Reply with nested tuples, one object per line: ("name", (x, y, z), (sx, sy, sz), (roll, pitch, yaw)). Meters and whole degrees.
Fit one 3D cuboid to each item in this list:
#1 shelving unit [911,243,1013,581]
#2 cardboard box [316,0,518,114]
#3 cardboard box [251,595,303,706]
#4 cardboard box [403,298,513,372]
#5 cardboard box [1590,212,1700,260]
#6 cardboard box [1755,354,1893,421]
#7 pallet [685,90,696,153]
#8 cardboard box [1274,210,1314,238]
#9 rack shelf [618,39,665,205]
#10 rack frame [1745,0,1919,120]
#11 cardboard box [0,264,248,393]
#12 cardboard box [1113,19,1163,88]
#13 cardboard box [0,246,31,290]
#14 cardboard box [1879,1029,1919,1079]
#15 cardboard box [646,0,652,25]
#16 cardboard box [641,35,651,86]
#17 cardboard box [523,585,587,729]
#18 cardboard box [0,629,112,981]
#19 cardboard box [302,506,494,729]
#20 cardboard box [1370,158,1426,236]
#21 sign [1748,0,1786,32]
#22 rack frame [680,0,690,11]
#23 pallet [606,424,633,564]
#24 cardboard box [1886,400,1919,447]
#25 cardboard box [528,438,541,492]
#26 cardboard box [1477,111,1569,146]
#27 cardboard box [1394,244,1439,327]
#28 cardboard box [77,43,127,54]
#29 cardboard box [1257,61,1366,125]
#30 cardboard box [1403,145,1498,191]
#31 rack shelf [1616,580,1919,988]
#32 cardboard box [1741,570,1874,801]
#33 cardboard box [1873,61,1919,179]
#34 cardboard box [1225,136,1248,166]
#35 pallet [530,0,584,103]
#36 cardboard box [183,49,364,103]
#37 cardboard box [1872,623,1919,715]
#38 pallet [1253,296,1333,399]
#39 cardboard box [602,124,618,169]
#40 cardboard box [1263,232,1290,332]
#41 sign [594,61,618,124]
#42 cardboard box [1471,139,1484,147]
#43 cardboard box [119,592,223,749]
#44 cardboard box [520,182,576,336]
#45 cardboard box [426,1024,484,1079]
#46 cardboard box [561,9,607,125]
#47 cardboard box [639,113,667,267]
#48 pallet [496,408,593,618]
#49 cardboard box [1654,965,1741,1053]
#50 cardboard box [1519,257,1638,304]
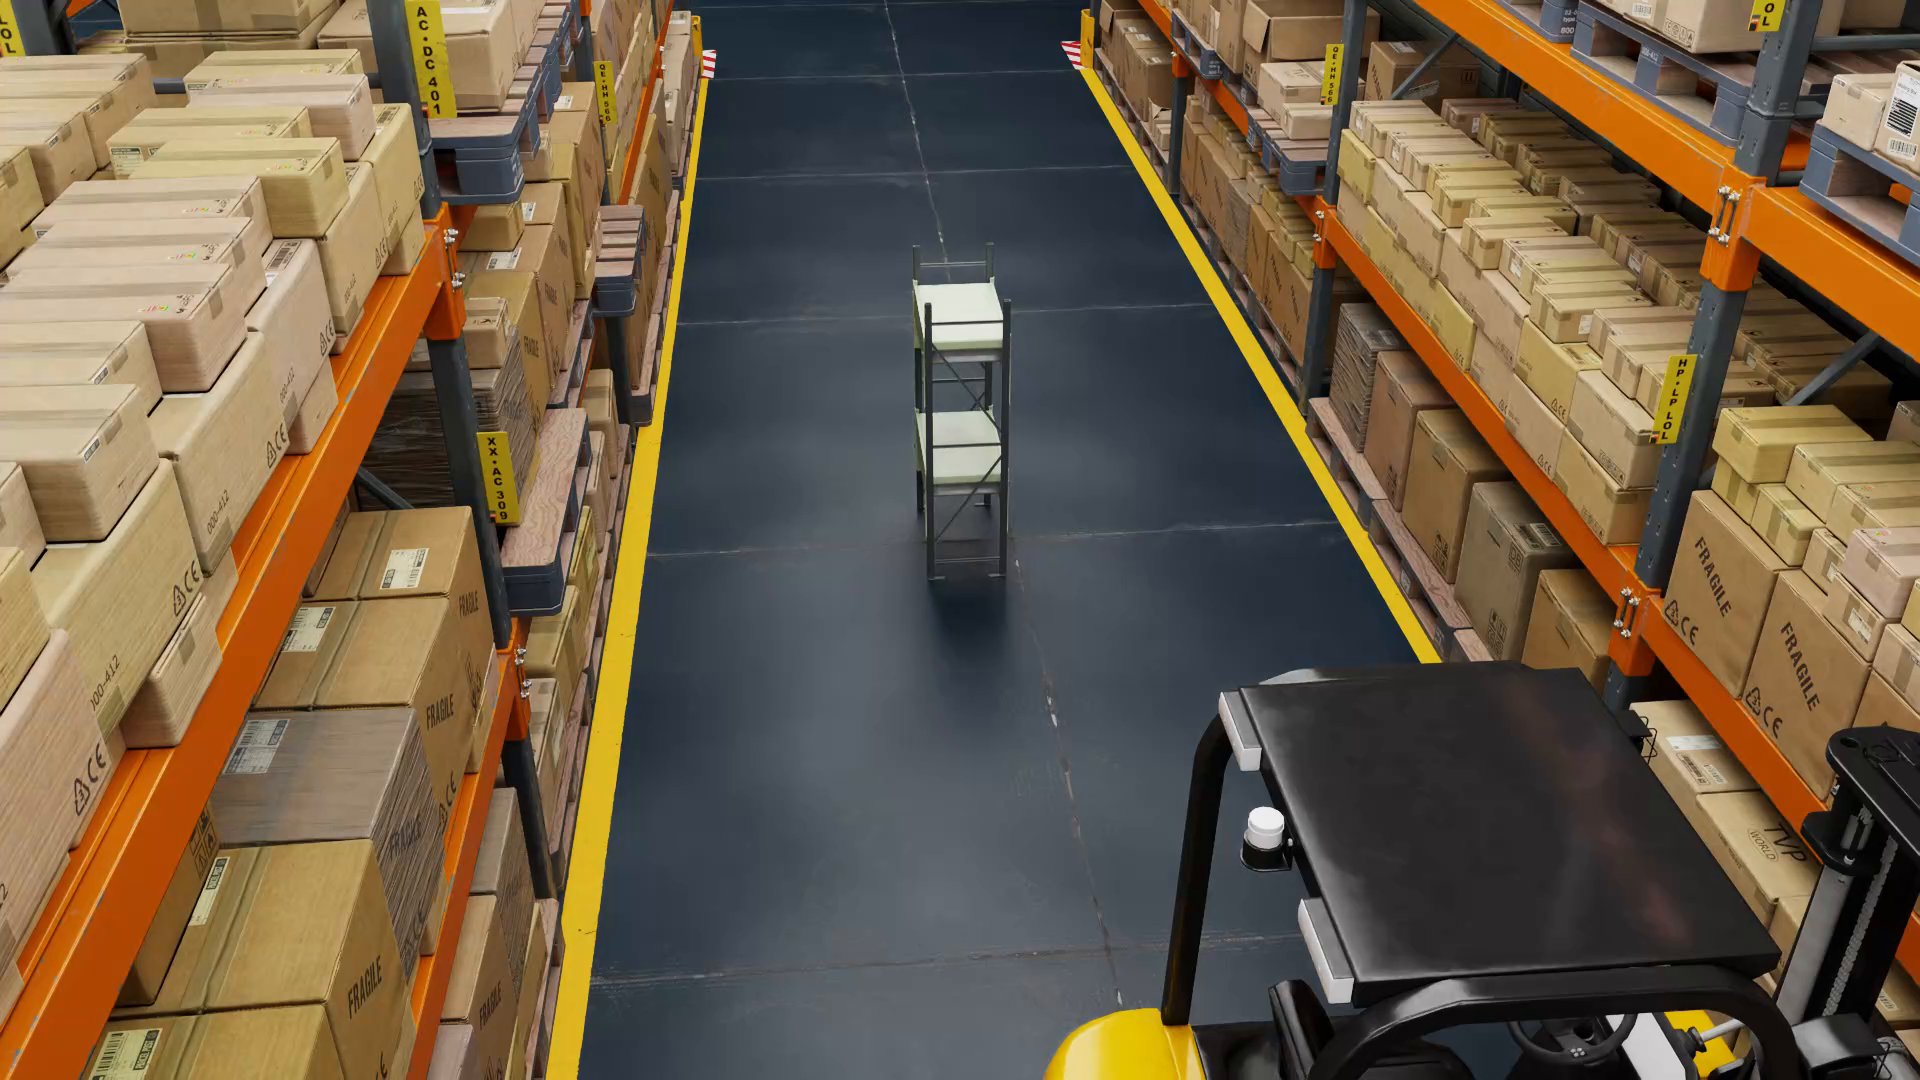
("shelving unit", (0.001, -0.640, 8.360), (0.431, 1.500, 0.755), (-3, 31, -5))
("cardboard box", (-1.672, -1.518, 5.177), (0.500, 0.250, 0.500), (-4, 31, -6))
("cardboard box", (-2.165, 0.101, 4.294), (0.700, 0.500, 0.500), (-3, 31, -4))
("cardboard box", (-1.708, -0.683, 5.539), (0.380, 0.149, 0.250), (-3, 31, -5))
("cardboard box", (3.010, -1.328, 7.318), (0.380, 0.149, 0.250), (-2, 31, -4))
("cardboard box", (3.106, -0.547, 6.011), (0.380, 0.149, 0.250), (-3, 31, -6))
("pallet", (-2.874, -3.700, 14.739), (1.003, 0.211, 1.213), (-3, 31, -5))
("cardboard box", (2.216, -1.978, 10.533), (0.380, 0.149, 0.250), (-4, 31, -6))
("rack shelf", (-2.577, -2.551, 10.797), (1.077, 0.370, 4.000), (-3, 31, -5))
("rack frame", (2.925, -2.612, 4.347), (1.000, 3.000, 0.127), (-3, 31, -5))
("cardboard box", (-1.530, -0.380, 3.004), (0.380, 0.149, 0.250), (-2, 31, -4))
("cardboard box", (1.808, -4.515, 15.412), (0.700, 0.500, 0.500), (-2, 31, -3))
("cardboard box", (-2.157, -0.391, 3.410), (0.500, 0.250, 0.500), (-2, 31, -4))
("cardboard box", (2.795, 1.580, 4.476), (0.500, 0.250, 0.500), (-3, 31, -6))
("cardboard box", (-2.481, -3.818, 11.875), (0.500, 0.250, 0.500), (-3, 31, -5))
("cardboard box", (-2.424, -3.339, 11.562), (0.500, 0.250, 0.500), (-3, 31, -5))
("cardboard box", (-2.138, 0.517, 7.113), (0.950, 0.372, 0.625), (-1, 31, -1))
("cardboard box", (-1.462, 0.368, 2.140), (0.500, 0.250, 0.500), (-3, 31, -5))
("cardboard box", (-1.727, 0.248, 5.022), (0.500, 0.500, 0.500), (-4, 31, -6))
("cardboard box", (2.395, -1.735, 8.388), (0.500, 0.250, 0.500), (-2, 31, -3))
("sign", (2.386, -1.650, 4.851), (0.100, 0.325, 0.005), (-3, 31, -5))
("rack frame", (-3.138, -5.923, 15.741), (1.000, 3.000, 0.127), (-3, 31, -5))
("pallet", (-2.319, -0.242, 8.950), (1.003, 0.211, 1.213), (-3, 31, -5))
("cardboard box", (3.256, -0.337, 5.368), (0.380, 0.149, 0.250), (-3, 31, -4))
("cardboard box", (-1.768, -0.294, 6.153), (0.380, 0.149, 0.250), (-2, 31, -4))
("cardboard box", (2.919, -2.115, 8.636), (0.380, 0.149, 0.250), (-2, 31, -3))
("cardboard box", (2.447, -1.256, 8.074), (0.500, 0.250, 0.500), (-4, 31, -6))
("cardboard box", (-7.638, -4.331, 14.866), (0.380, 0.149, 0.250), (-3, 31, -6))
("cardboard box", (2.131, -2.717, 10.111), (0.500, 0.250, 0.500), (-4, 31, -7))
("cardboard box", (2.401, -1.824, 8.148), (0.380, 0.149, 0.250), (-2, 31, -4))
("rack shelf", (3.112, 1.294, 4.360), (1.077, 0.370, 4.000), (-3, 31, -5))
("cardboard box", (2.772, 0.425, 5.016), (0.500, 0.500, 0.500), (-2, 31, -4))
("cardboard box", (2.760, -1.072, 4.275), (0.500, 0.311, 0.500), (-2, 31, -4))
("cardboard box", (2.110, -2.773, 11.864), (0.380, 0.149, 0.250), (-3, 31, -5))
("pallet", (-2.068, -1.853, 6.185), (1.213, 0.211, 1.003), (-3, 31, -5))
("cardboard box", (-1.769, -1.167, 4.321), (0.380, 0.149, 0.250), (-2, 31, -4))
("cardboard box", (2.743, 0.345, 4.517), (0.380, 0.149, 0.250), (-3, 31, -5))
("pallet", (2.519, -1.264, 10.661), (1.003, 0.211, 1.213), (-3, 31, -5))
("cardboard box", (-2.192, -2.259, 9.266), (0.500, 0.250, 0.500), (-3, 31, -5))
("cardboard box", (2.262, -1.647, 10.611), (0.500, 0.500, 0.500), (-3, 31, -5))
("sign", (-1.851, -2.333, 8.678), (0.100, 0.325, 0.005), (-3, 31, -5))
("cardboard box", (2.870, -2.013, 8.853), (0.500, 0.250, 0.500), (-2, 31, -3))
("cardboard box", (-1.475, 0.221, 2.774), (0.380, 0.149, 0.250), (-2, 31, -4))
("cardboard box", (-1.913, -1.171, 6.988), (0.500, 0.500, 0.500), (-4, 31, -7))
("cardboard box", (-1.596, 1.691, 4.534), (0.500, 0.500, 0.500), (-1, 31, -2))
("cardboard box", (-2.193, -2.574, 9.062), (0.500, 0.500, 0.500), (-4, 31, -6))
("cardboard box", (-2.534, -2.375, 11.464), (0.875, 0.875, 0.875), (-2, 31, -3))
("pallet", (-1.943, -0.111, 6.198), (1.003, 0.211, 1.213), (-3, 31, -5))
("cardboard box", (2.704, 1.485, 5.610), (0.500, 0.250, 0.500), (-3, 31, -6))
("cardboard box", (2.541, -1.044, 6.843), (0.380, 0.149, 0.250), (-3, 31, -6))
